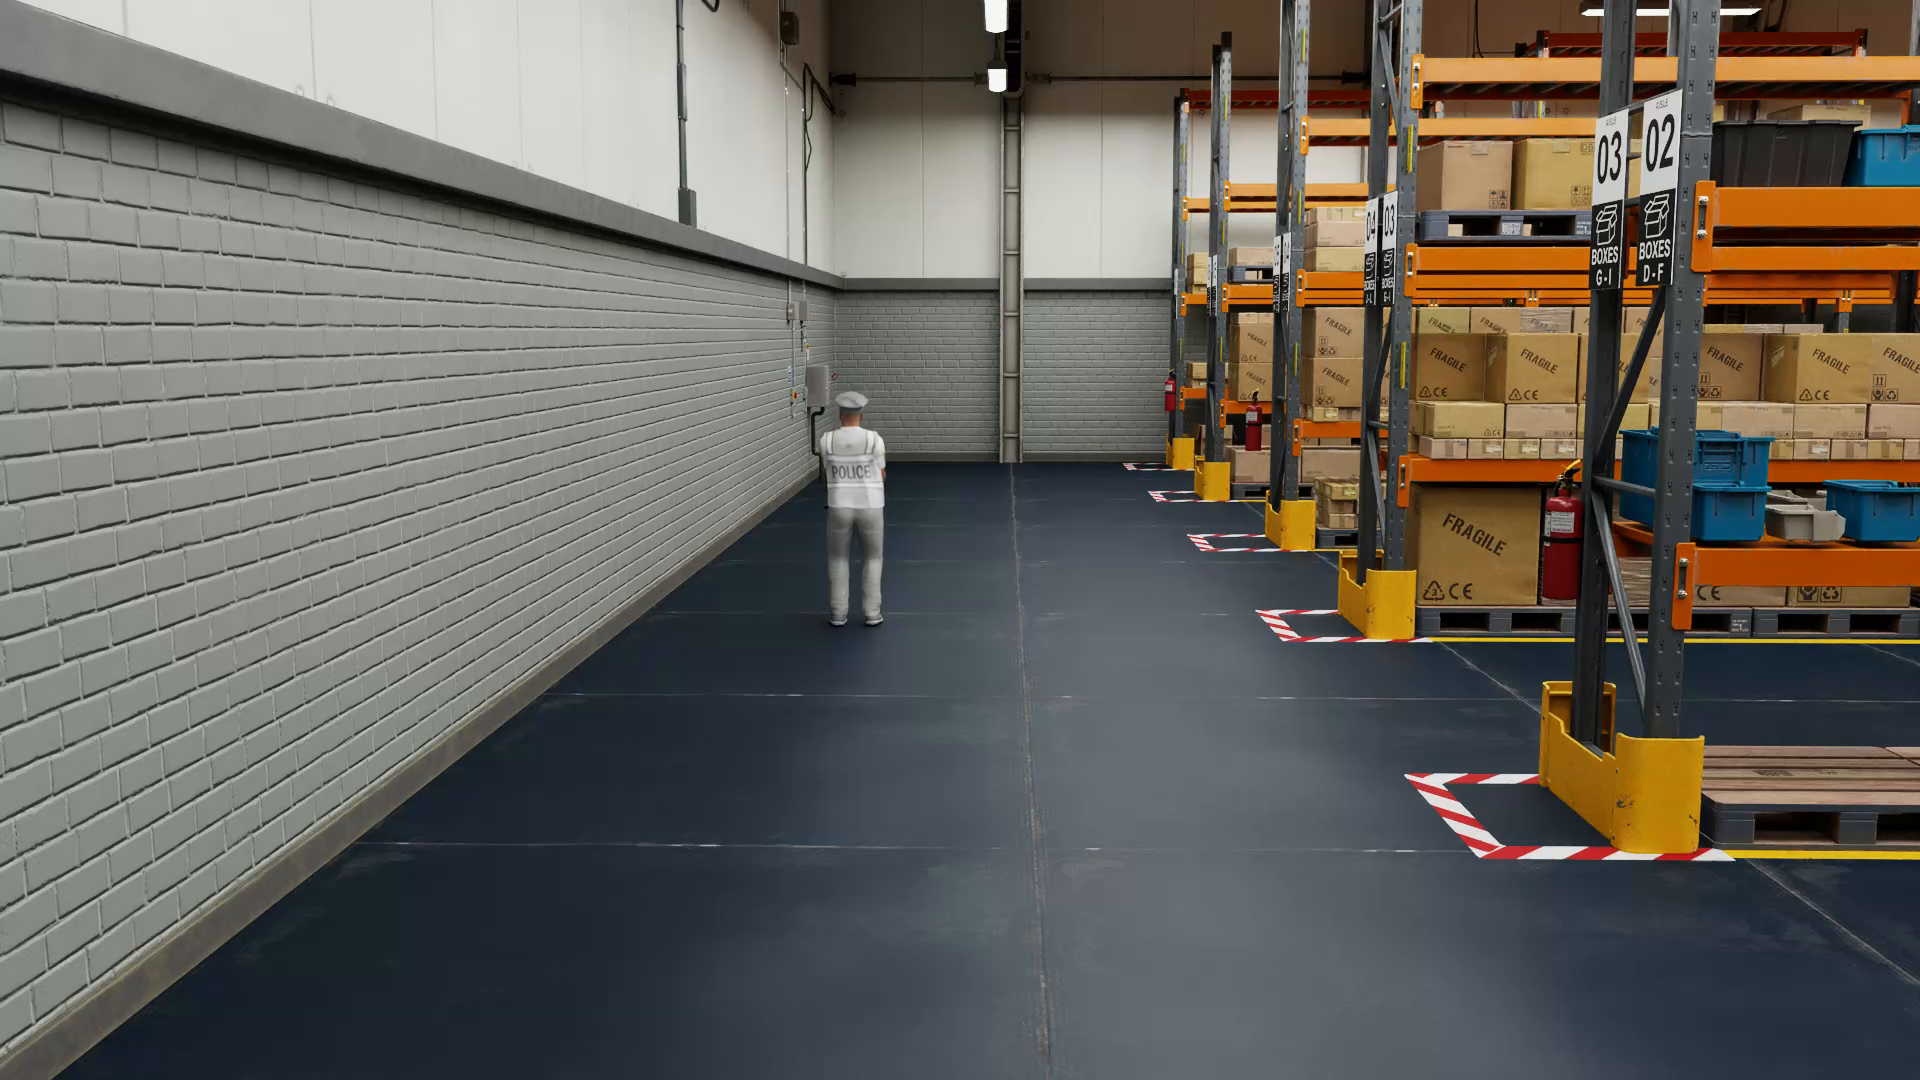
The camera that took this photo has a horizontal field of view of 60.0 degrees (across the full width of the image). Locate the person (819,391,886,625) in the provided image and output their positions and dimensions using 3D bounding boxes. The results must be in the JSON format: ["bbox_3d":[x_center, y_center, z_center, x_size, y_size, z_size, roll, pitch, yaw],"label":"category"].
[{"bbox_3d":[-0.800,-0.241,12.602,0.494,1.769,0.557,0,7,2],"label":"person"}]
